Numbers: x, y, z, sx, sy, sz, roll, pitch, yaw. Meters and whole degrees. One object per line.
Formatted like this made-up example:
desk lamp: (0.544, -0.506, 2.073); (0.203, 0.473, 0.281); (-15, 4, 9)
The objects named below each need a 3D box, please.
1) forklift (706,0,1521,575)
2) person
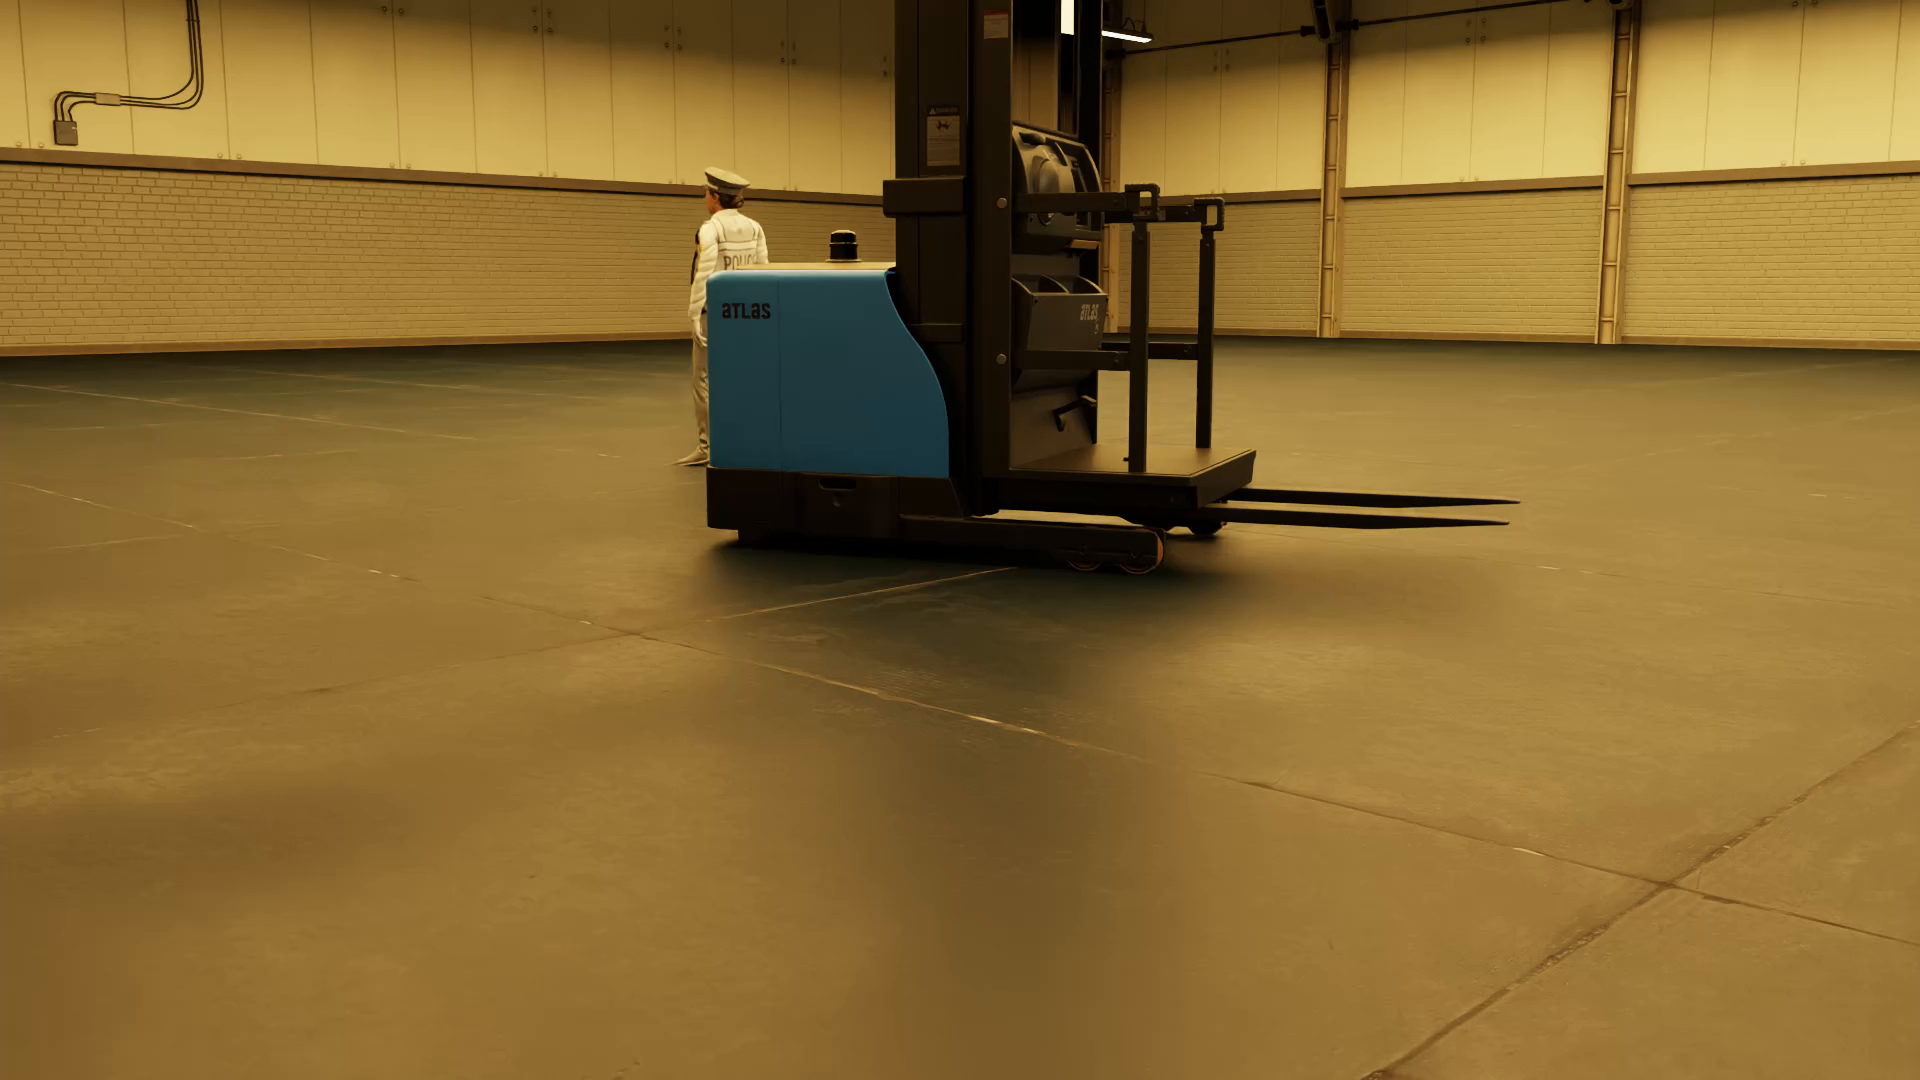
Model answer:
forklift: (0.565, -1.416, 6.275); (3.031, 2.935, 1.130); (3, 9, 22)
person: (-1.372, -1.263, 9.522); (0.449, 1.712, 0.568); (7, 11, 39)
